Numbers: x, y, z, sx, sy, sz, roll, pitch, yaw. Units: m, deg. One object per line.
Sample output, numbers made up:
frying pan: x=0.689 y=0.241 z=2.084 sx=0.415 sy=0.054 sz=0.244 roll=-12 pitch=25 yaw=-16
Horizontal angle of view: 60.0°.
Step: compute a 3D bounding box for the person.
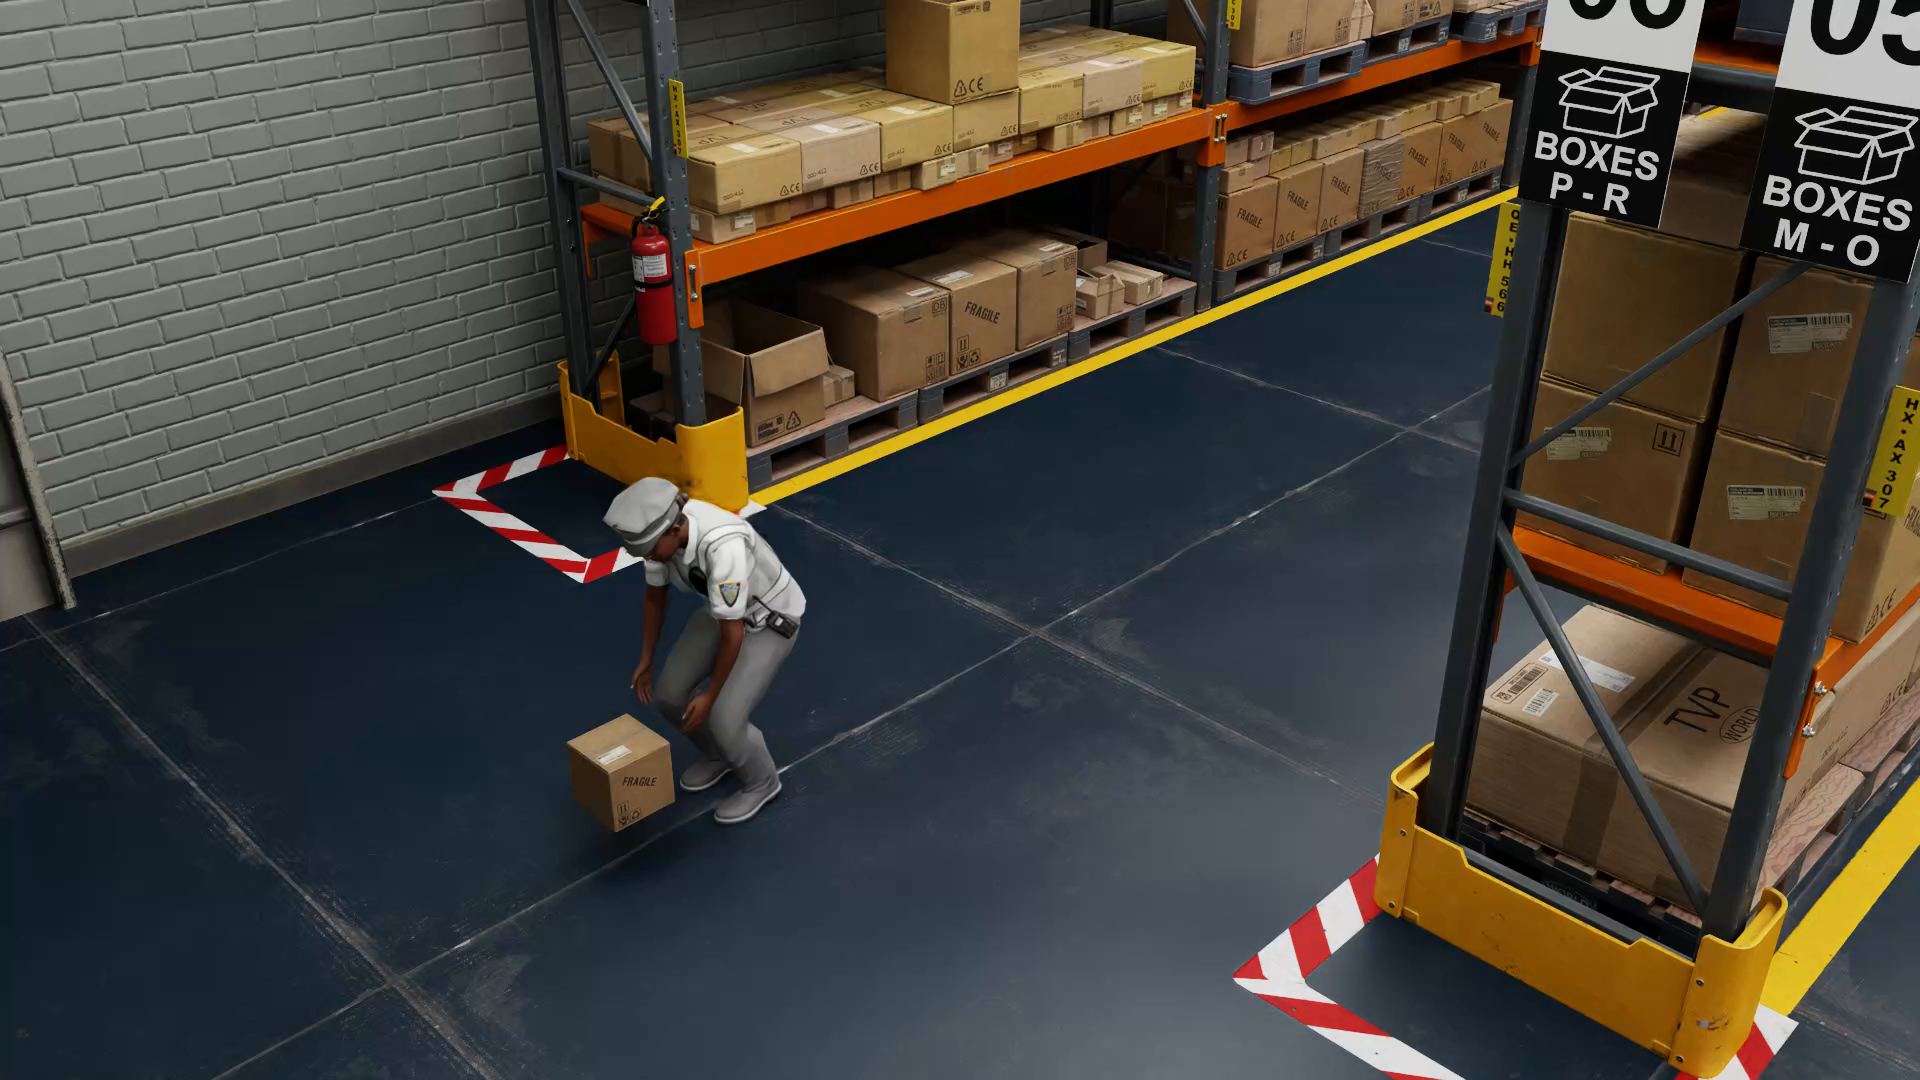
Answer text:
person: x=-0.853 y=0.358 z=5.780 sx=0.496 sy=1.360 sz=0.724 roll=25 pitch=37 yaw=38
